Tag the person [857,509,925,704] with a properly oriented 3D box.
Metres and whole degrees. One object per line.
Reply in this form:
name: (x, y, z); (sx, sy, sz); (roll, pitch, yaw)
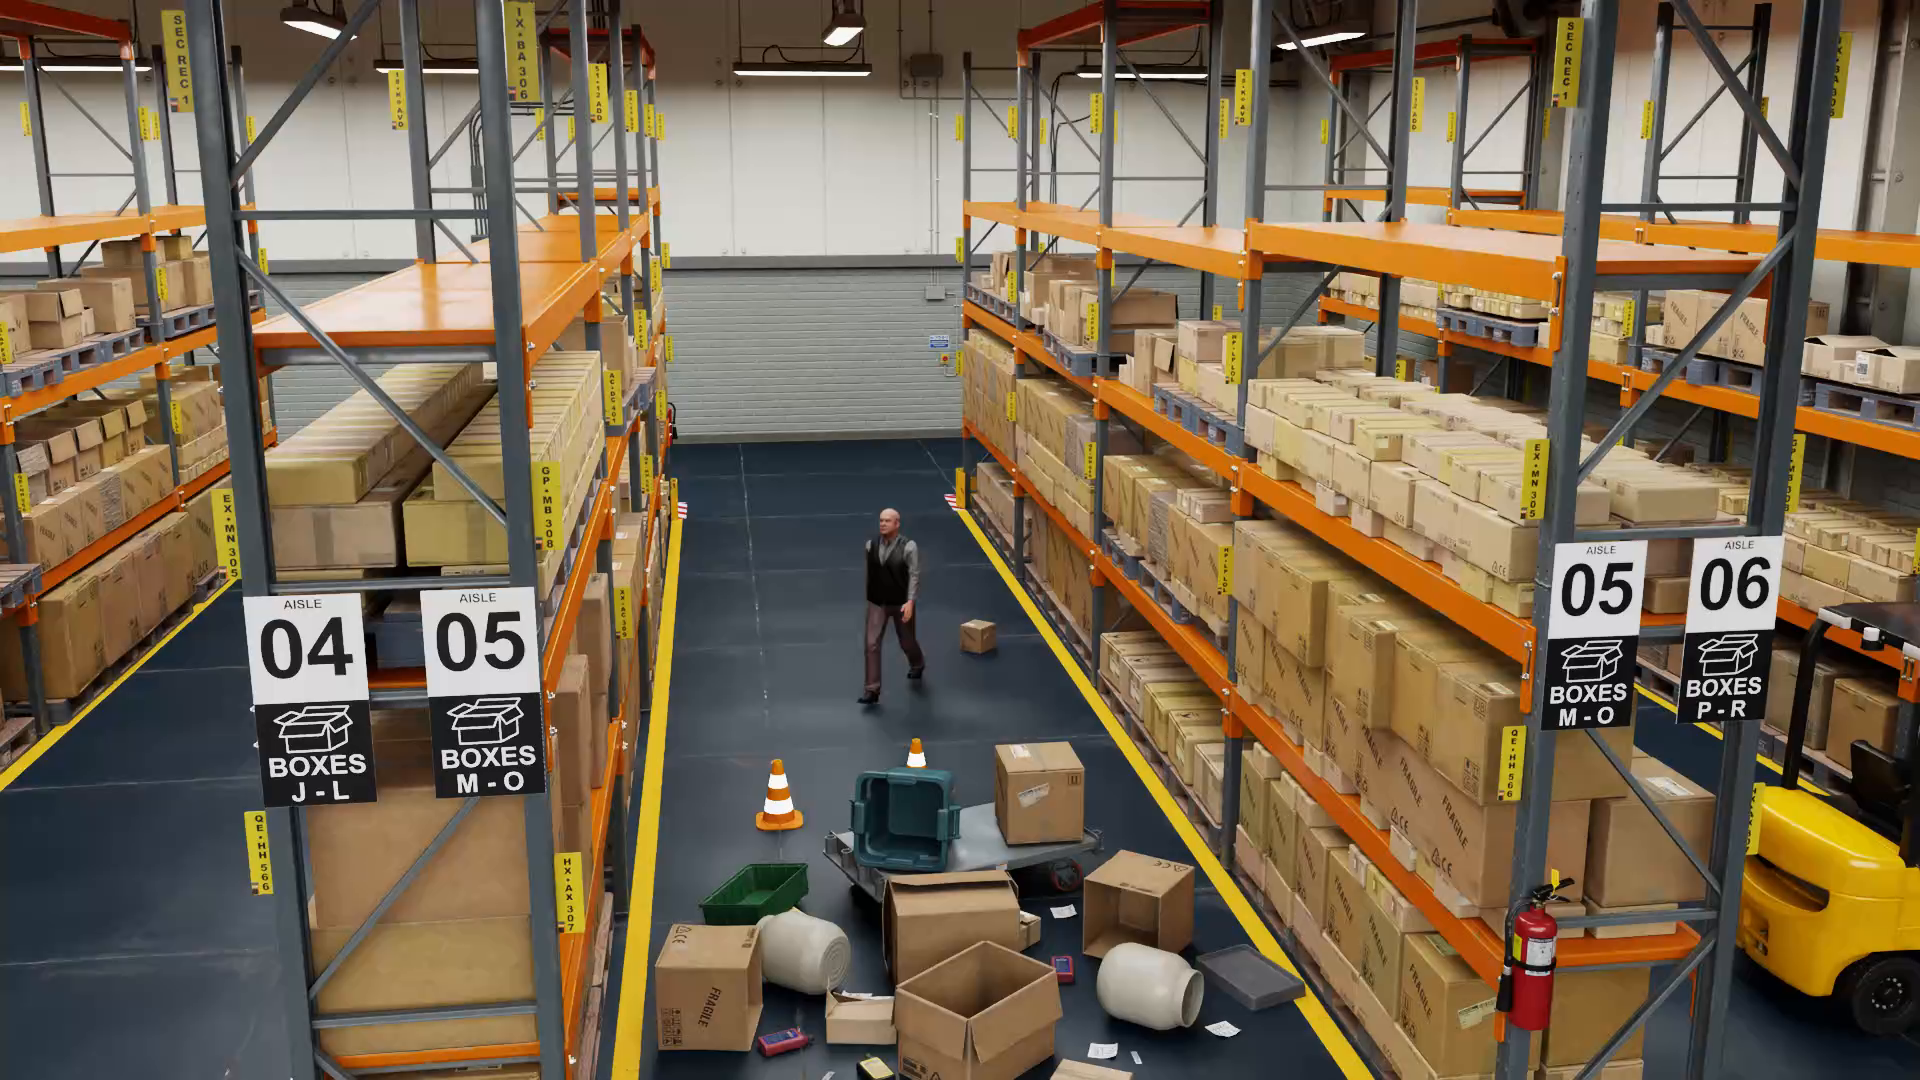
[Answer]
person: (-0.597, 0.555, 14.641); (0.545, 1.680, 1.015); (4, 14, 16)
